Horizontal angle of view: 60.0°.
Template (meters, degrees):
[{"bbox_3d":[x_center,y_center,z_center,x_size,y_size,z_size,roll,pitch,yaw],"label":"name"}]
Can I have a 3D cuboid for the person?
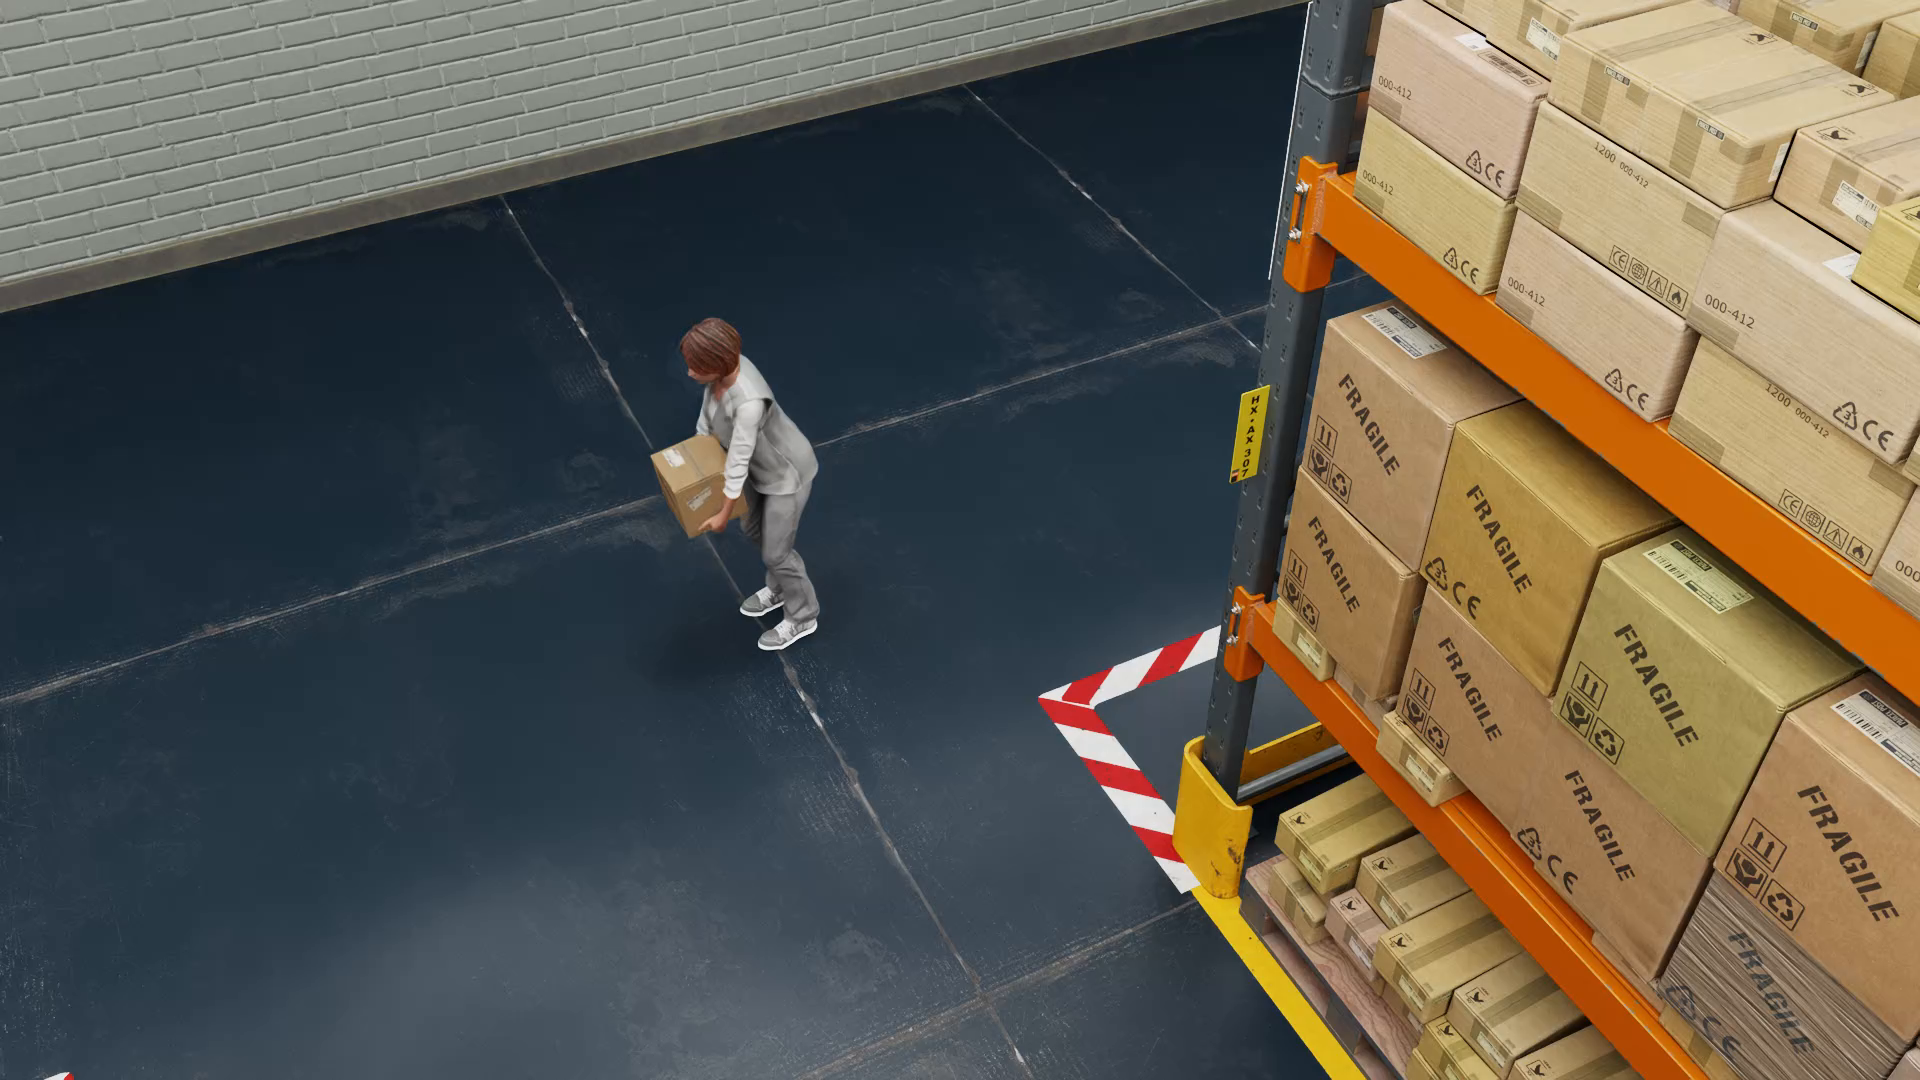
[{"bbox_3d":[-0.814,-0.216,6.441,0.533,1.560,0.371,-20,46,-21],"label":"person"}]
